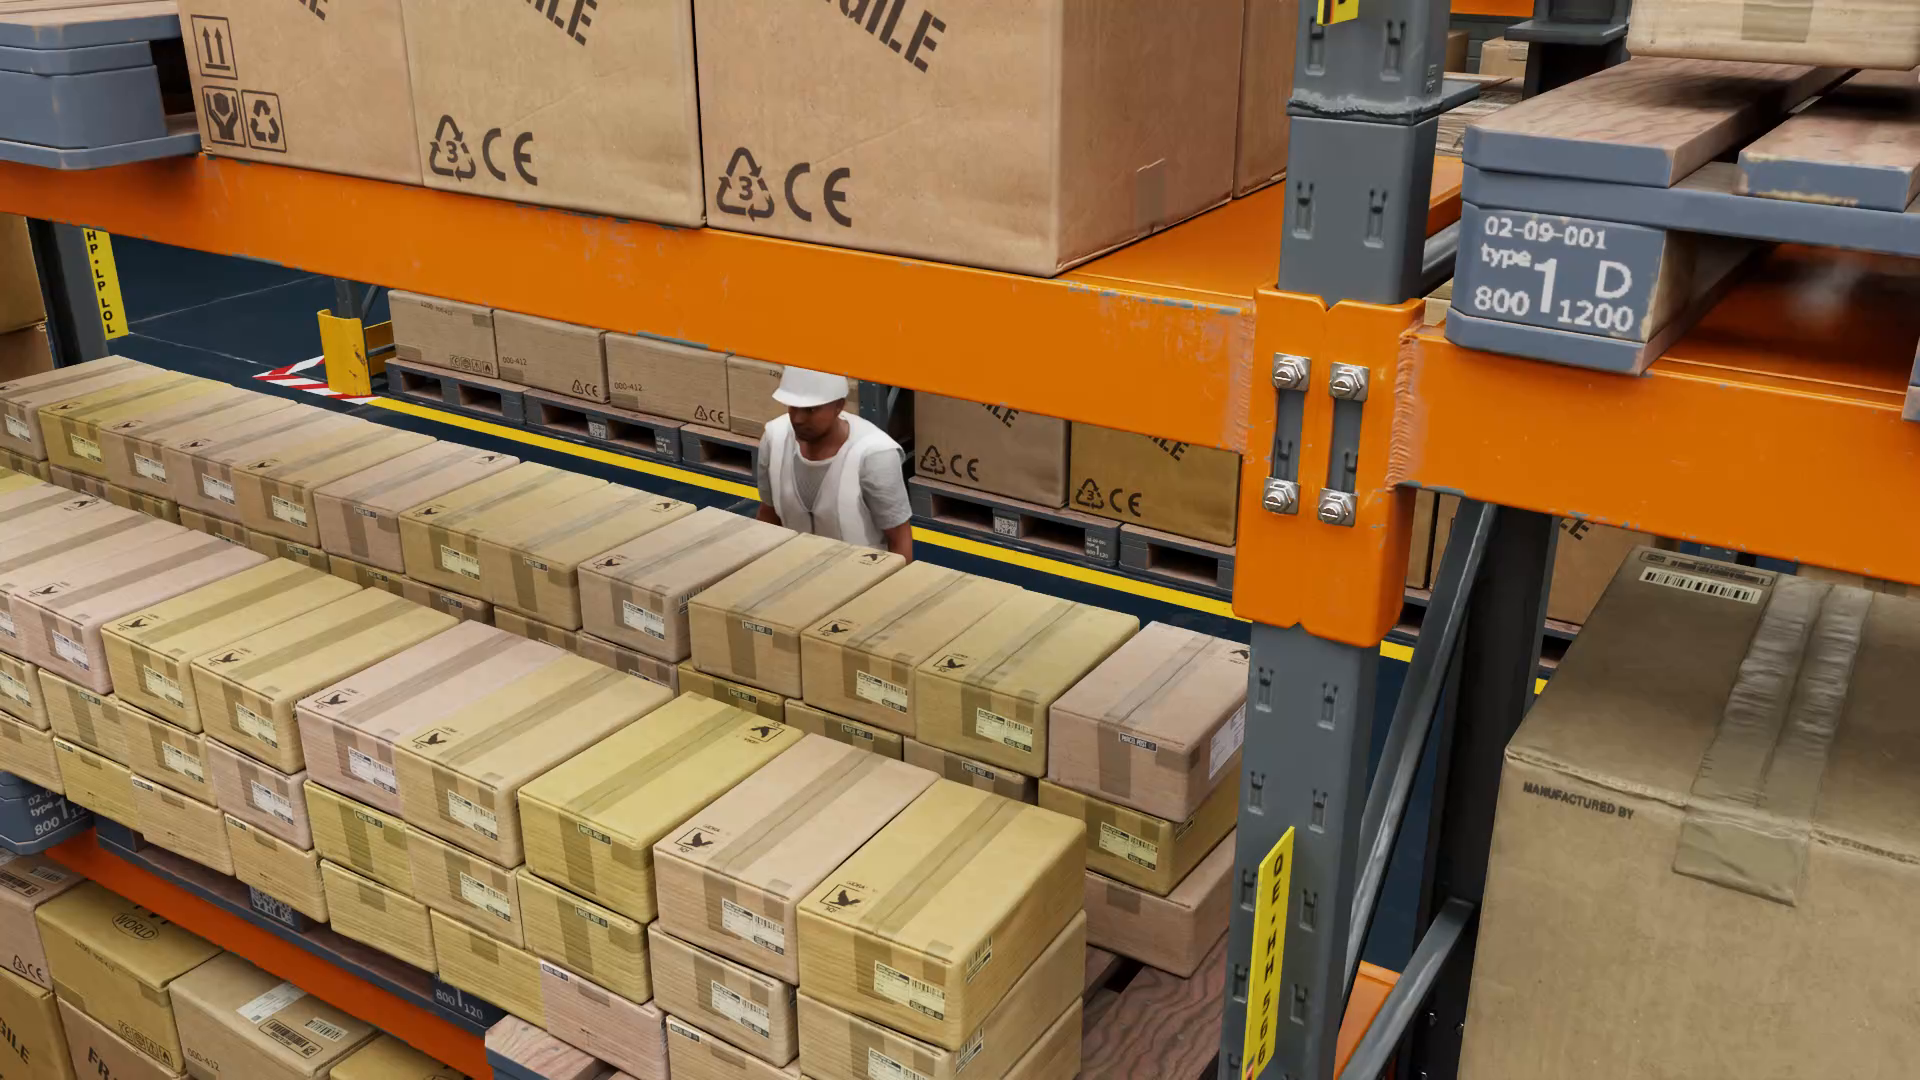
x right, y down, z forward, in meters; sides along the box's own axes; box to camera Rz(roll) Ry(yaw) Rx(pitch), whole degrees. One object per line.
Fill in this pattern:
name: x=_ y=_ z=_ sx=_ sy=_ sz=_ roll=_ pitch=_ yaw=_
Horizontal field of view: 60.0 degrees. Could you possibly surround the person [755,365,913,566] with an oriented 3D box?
person: x=-0.452 y=0.190 z=5.634 sx=0.616 sy=1.772 sz=0.452 roll=12 pitch=26 yaw=27
